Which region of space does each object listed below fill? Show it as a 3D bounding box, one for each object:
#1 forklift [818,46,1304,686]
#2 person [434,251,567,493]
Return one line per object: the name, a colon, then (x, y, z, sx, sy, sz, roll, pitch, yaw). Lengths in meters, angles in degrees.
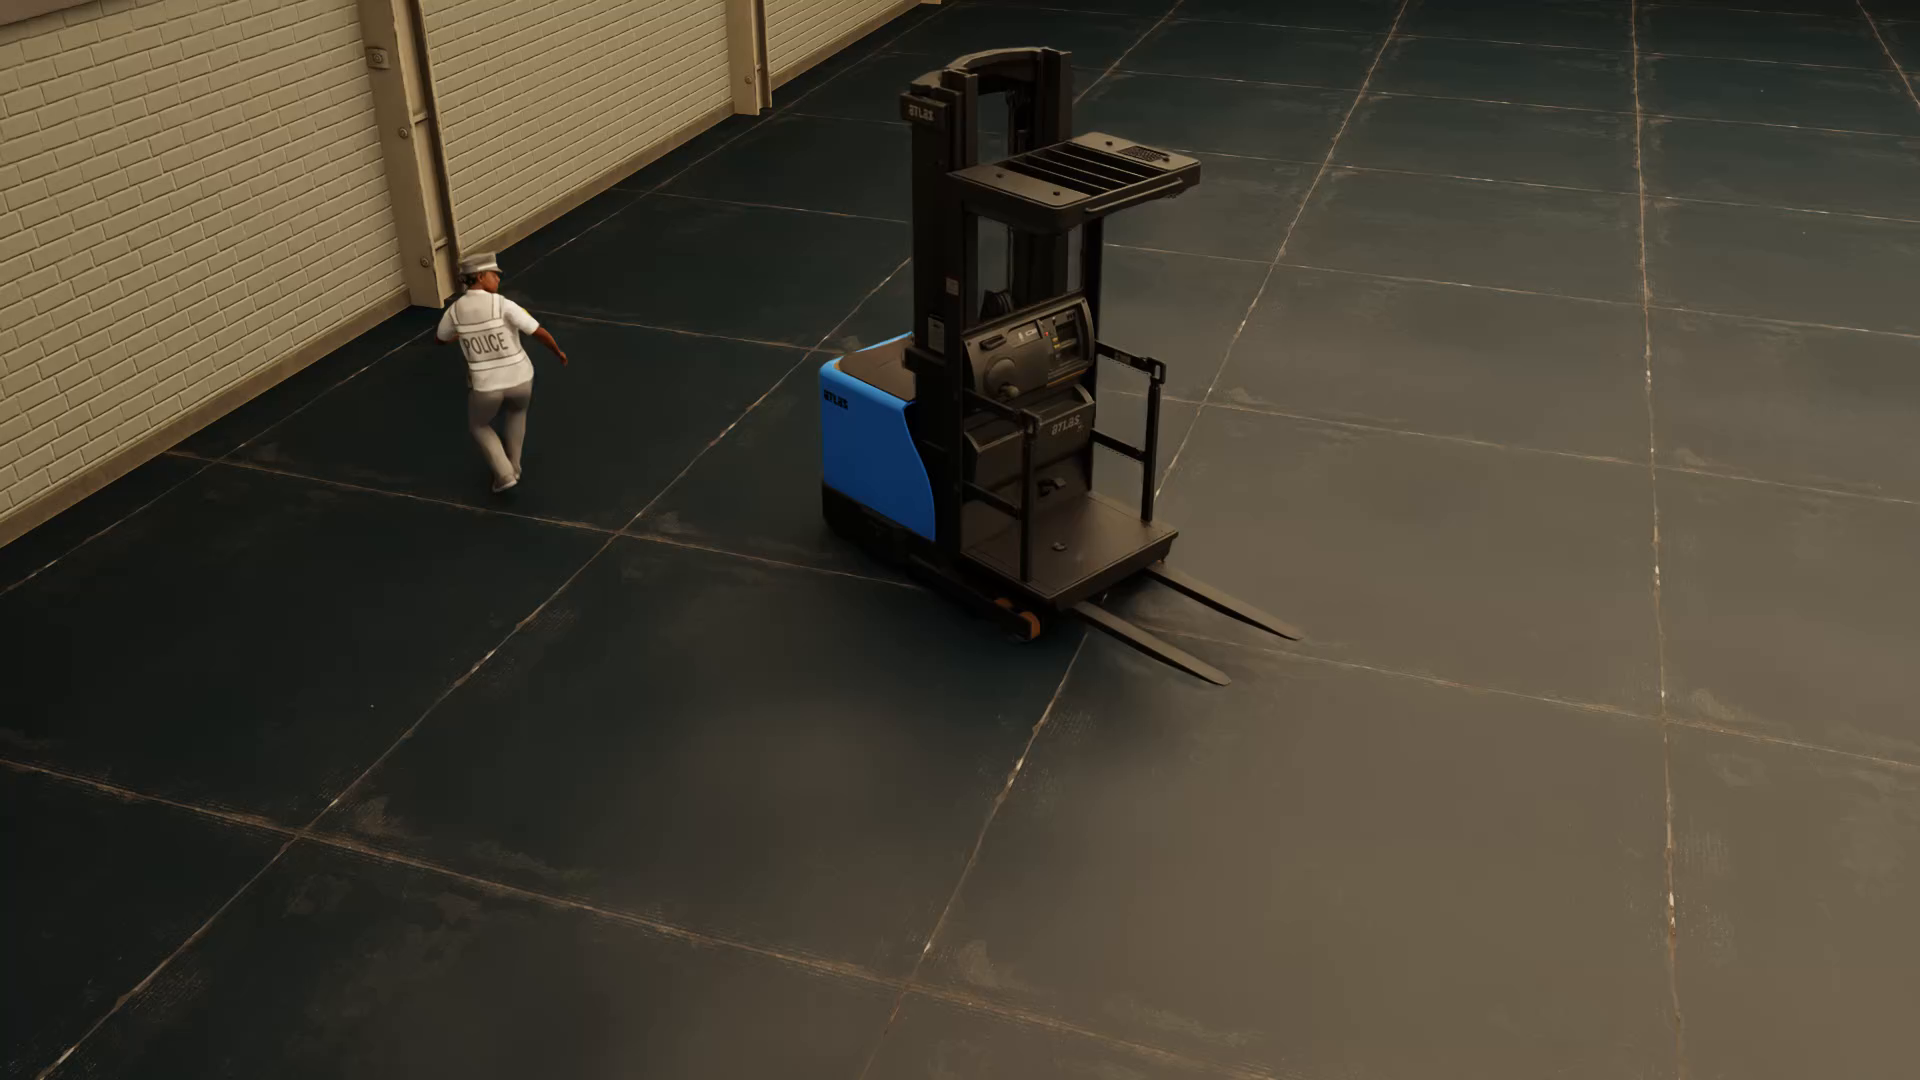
forklift: (0.531, -1.004, 8.898, 1.130, 2.935, 3.031, -25, 38, -37)
person: (-2.856, -1.075, 10.413, 0.777, 1.558, 0.770, -8, 31, -13)
